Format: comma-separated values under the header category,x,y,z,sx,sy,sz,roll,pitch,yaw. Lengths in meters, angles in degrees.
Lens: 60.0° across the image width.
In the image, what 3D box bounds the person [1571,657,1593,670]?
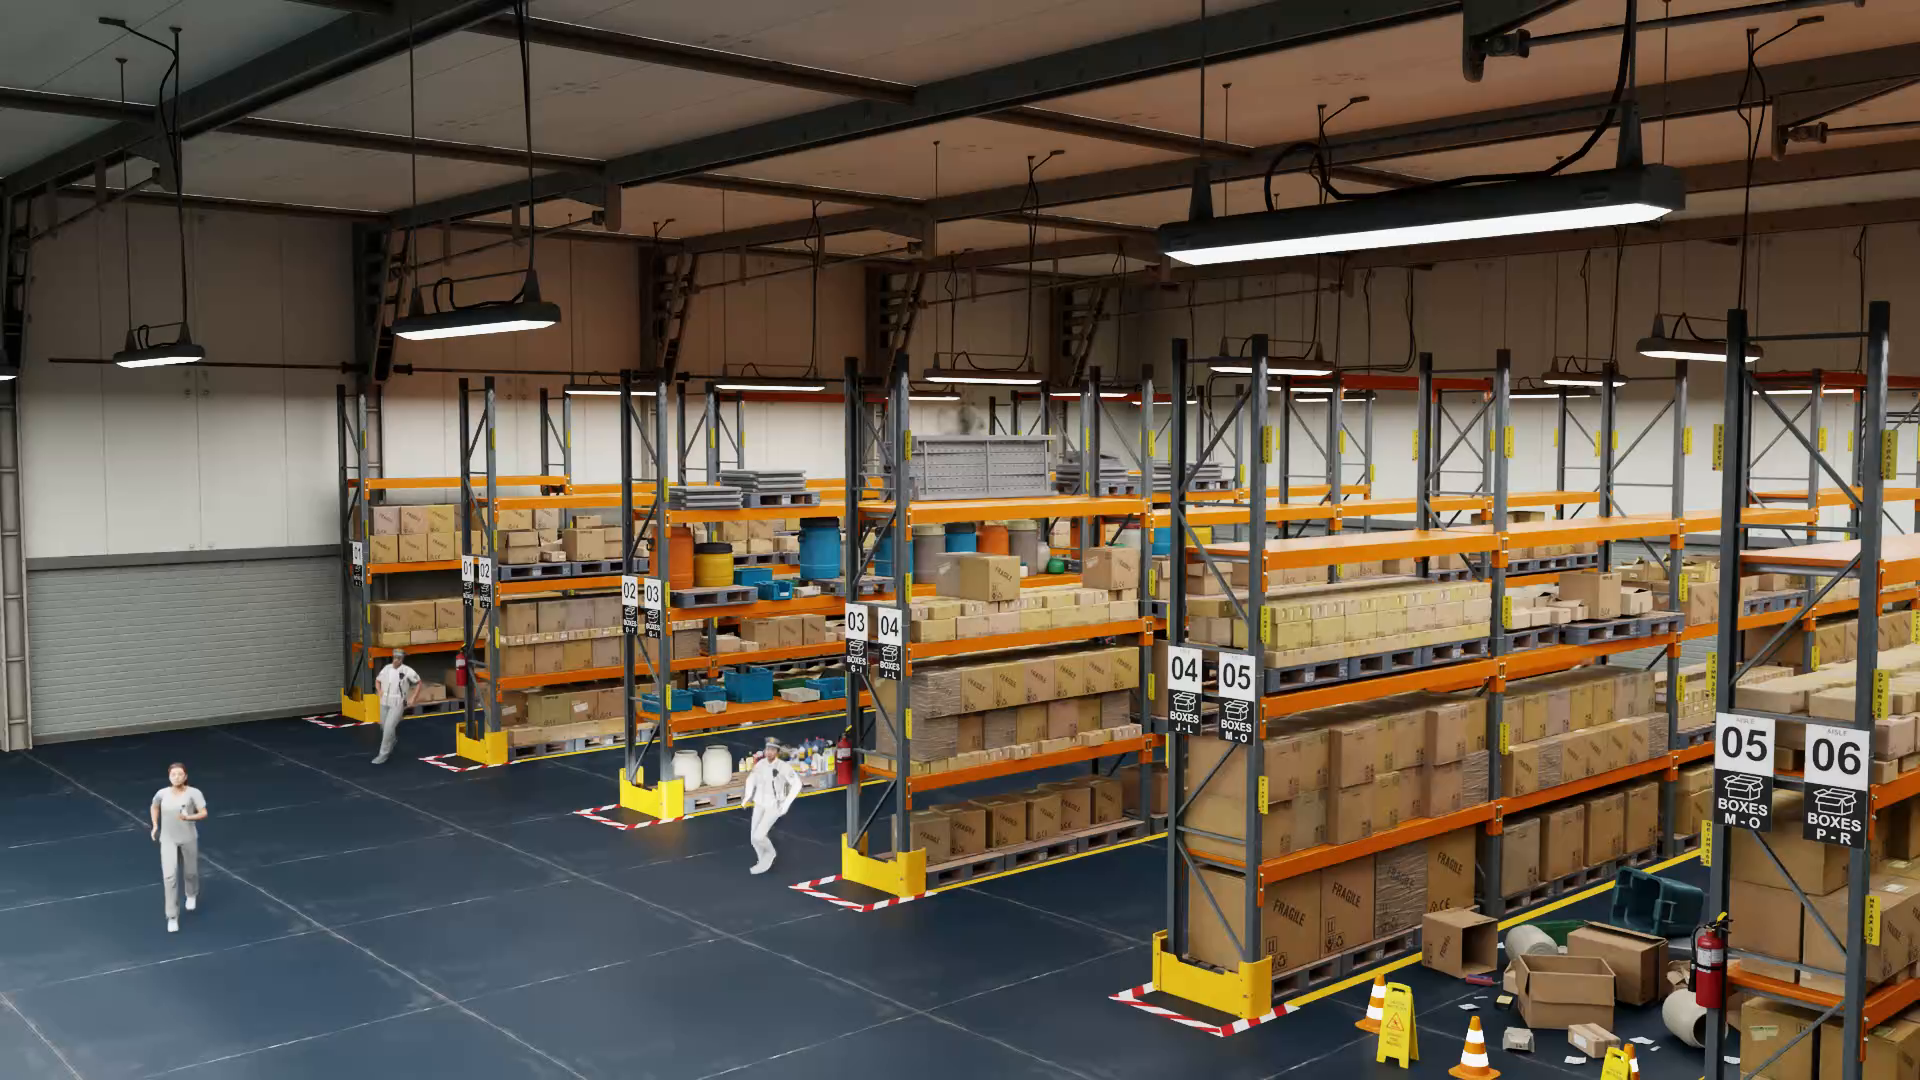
category,x,y,z,sx,sy,sz,roll,pitch,yaw
person,9.804,2.585,26.070,0.655,1.762,0.823,3,5,41

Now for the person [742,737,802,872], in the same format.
category,x,y,z,sx,sy,sz,roll,pitch,yaw
person,-2.224,3.083,19.249,0.675,1.635,0.533,2,4,31

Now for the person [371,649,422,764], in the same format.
category,x,y,z,sx,sy,sz,roll,pitch,yaw
person,-8.849,2.569,26.082,0.735,1.760,0.901,1,4,9

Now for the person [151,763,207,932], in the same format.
category,x,y,z,sx,sy,sz,roll,pitch,yaw
person,-8.179,3.159,17.420,0.560,1.665,0.960,-1,4,-20
